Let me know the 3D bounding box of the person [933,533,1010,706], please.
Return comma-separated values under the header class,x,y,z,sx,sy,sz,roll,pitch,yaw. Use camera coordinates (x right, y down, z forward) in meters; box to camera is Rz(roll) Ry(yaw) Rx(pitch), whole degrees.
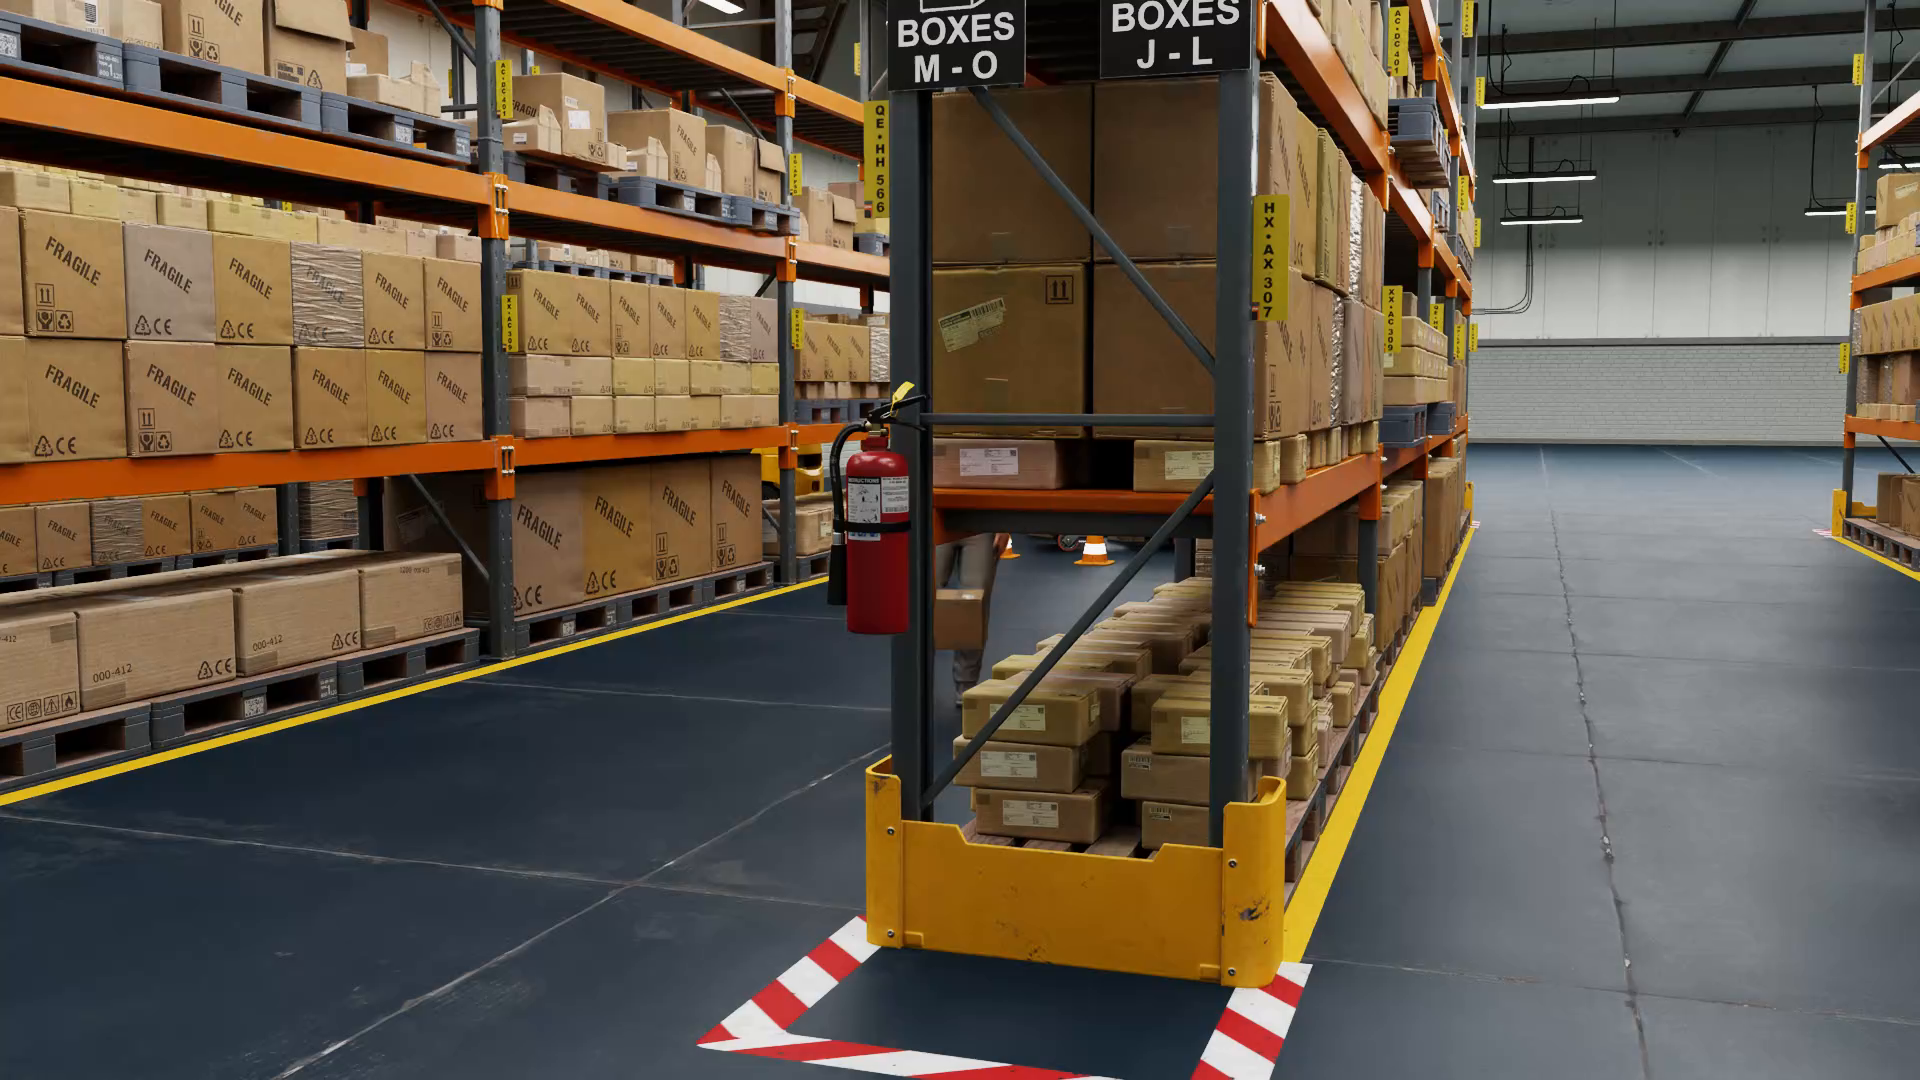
class,x,y,z,sx,sy,sz,roll,pitch,yaw
person,-0.022,-0.062,8.389,0.613,1.780,0.572,0,5,5
